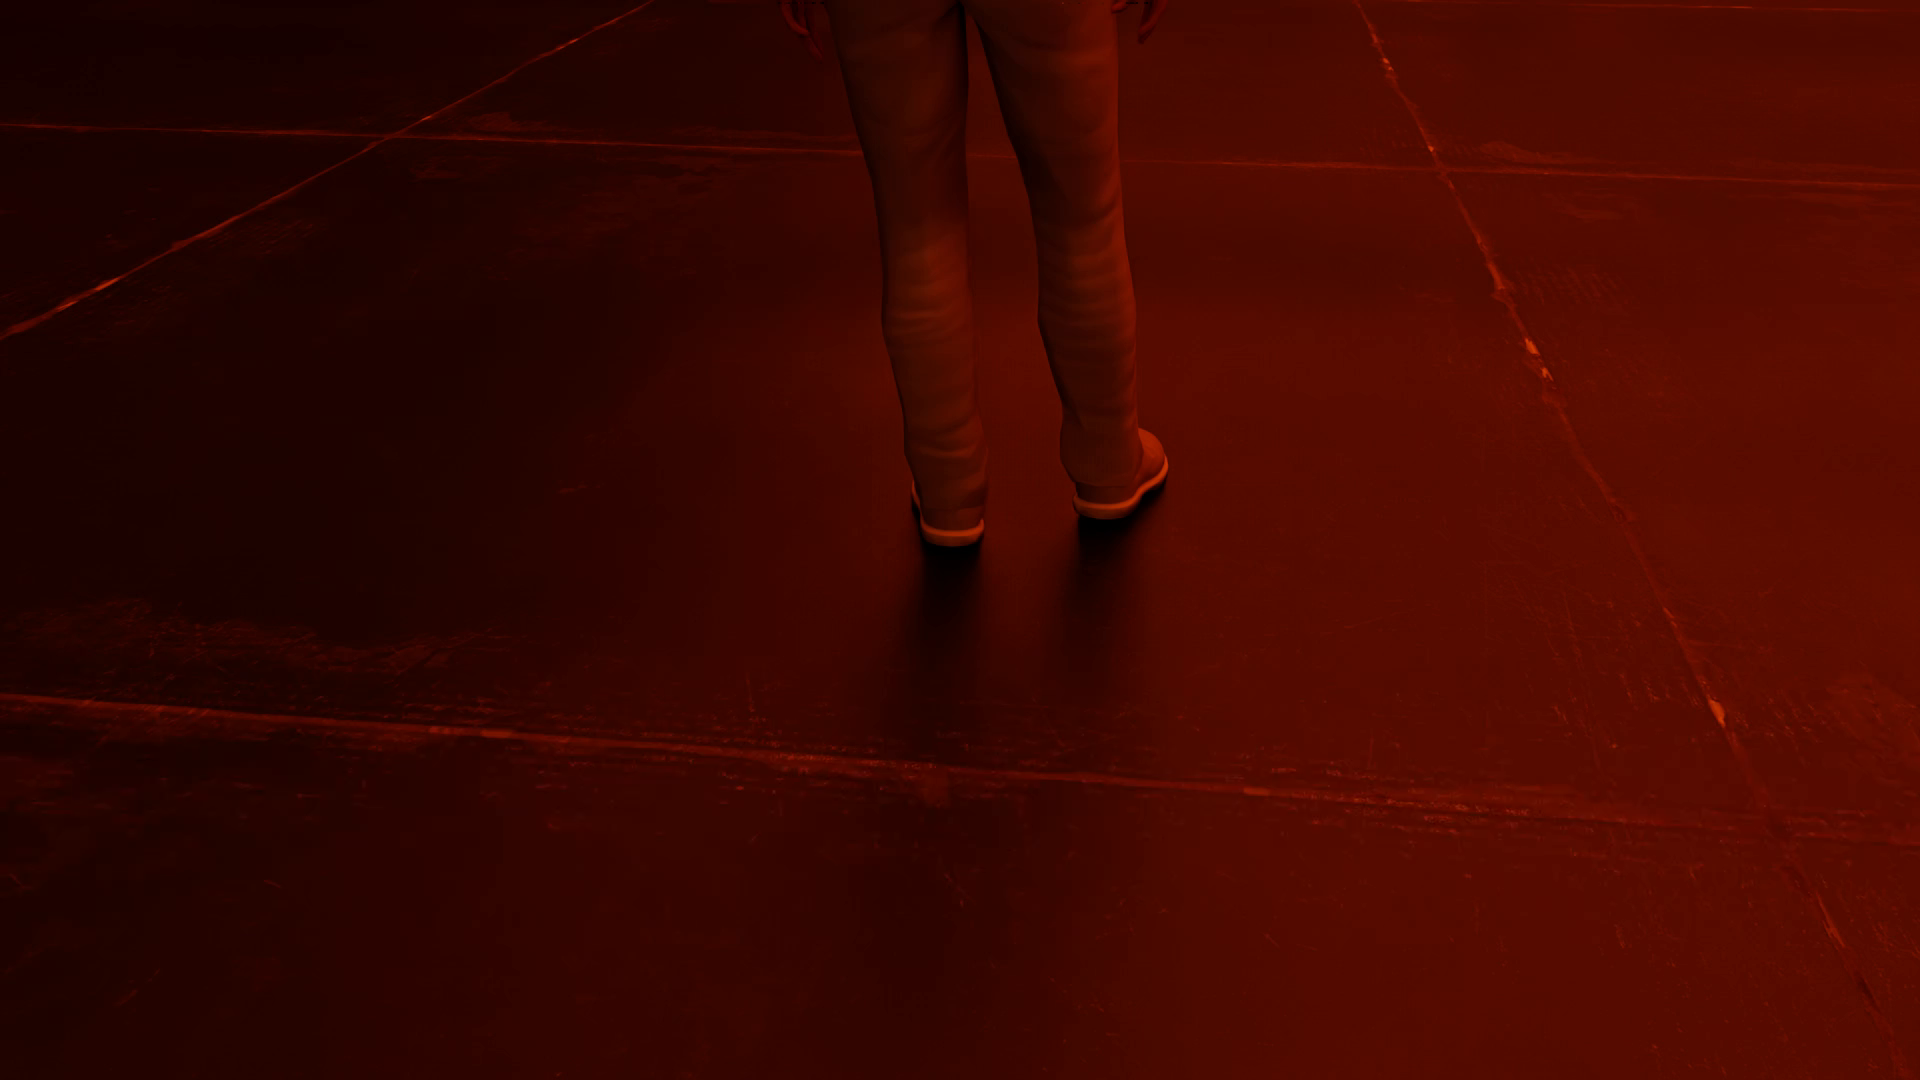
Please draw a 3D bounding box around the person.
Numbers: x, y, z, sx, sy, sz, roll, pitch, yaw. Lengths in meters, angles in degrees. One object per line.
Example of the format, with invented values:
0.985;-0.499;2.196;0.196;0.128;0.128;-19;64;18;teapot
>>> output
0.029;-0.797;2.183;0.570;1.697;0.528;3;27;7;person
